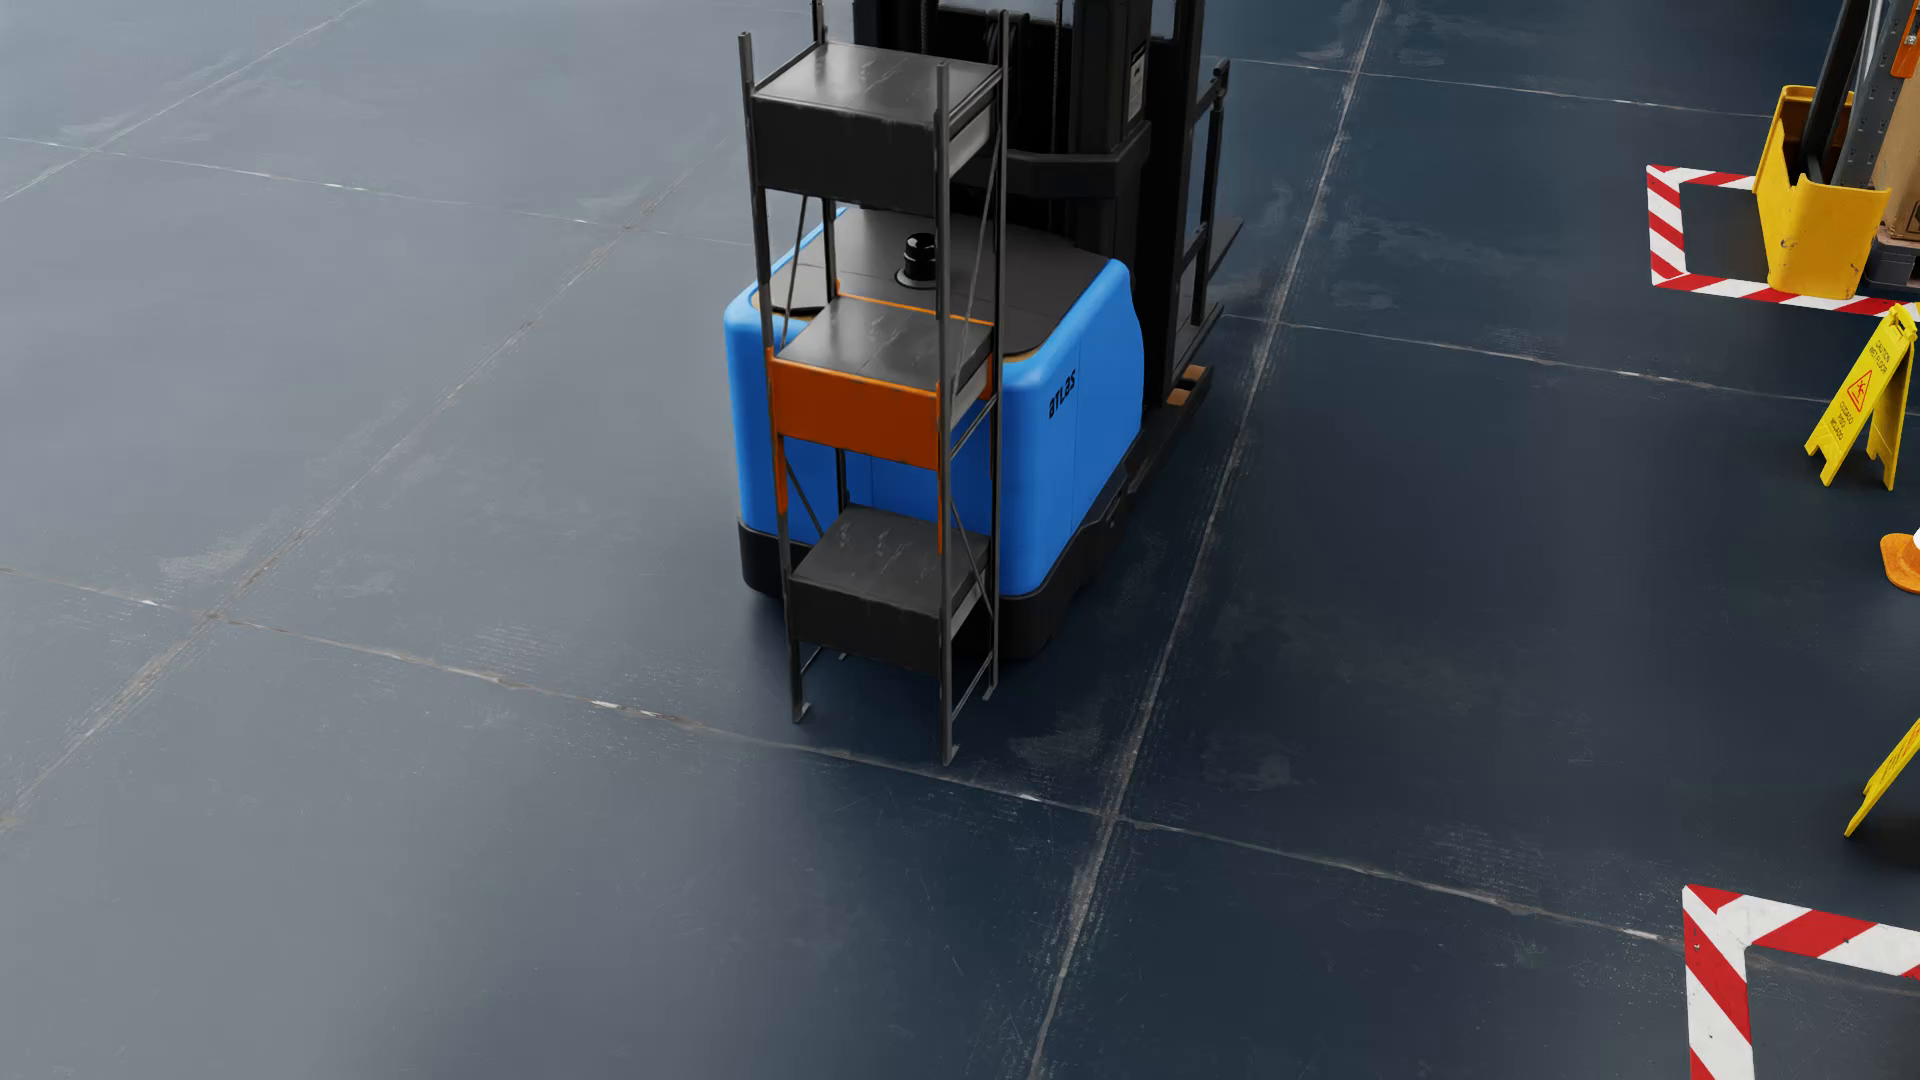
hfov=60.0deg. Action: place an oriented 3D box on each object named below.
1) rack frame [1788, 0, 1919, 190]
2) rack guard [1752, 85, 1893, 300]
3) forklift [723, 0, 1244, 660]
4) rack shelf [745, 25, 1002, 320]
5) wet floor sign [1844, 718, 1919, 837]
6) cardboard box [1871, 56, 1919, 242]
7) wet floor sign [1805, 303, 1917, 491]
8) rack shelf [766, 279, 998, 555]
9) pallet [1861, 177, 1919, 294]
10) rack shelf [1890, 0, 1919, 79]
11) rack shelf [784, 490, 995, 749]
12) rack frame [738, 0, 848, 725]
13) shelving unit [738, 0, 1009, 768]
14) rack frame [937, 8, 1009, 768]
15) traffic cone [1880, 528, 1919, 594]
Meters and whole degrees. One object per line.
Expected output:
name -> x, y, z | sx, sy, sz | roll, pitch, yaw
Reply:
rack frame -> 3.877, -2.585, 6.732 | 0.127, 3.000, 1.000 | 10, 38, 14
rack guard -> 3.854, -1.583, 7.479 | 0.348, 0.500, 1.175 | 10, 38, 14
forklift -> 0.334, -1.680, 5.559 | 1.130, 2.935, 3.031 | 14, 39, 19
rack shelf -> -0.193, -0.900, 4.043 | 0.480, 0.518, 0.431 | 14, 39, 18
wet floor sign -> 2.635, 0.542, 4.469 | 0.232, 0.644, 0.267 | 24, 43, 29
cardboard box -> 4.544, -1.816, 7.125 | 0.875, 0.875, 0.875 | 11, 38, 14
wet floor sign -> 3.259, -0.522, 5.915 | 0.232, 0.644, 0.267 | 4, 37, 6
rack shelf -> -0.193, -0.336, 4.458 | 0.480, 0.518, 0.431 | 14, 39, 18
pallet -> 4.663, -1.365, 7.427 | 1.213, 0.211, 1.003 | 10, 38, 14
rack shelf -> 5.786, -1.942, 6.465 | 4.000, 0.370, 1.077 | 10, 38, 14
rack shelf -> -0.193, 0.228, 4.873 | 0.480, 0.518, 0.431 | 14, 39, 18
rack frame -> -0.419, -0.402, 4.525 | 0.015, 2.100, 0.400 | 14, 39, 18
shelving unit -> -0.193, -0.347, 4.450 | 0.503, 2.100, 0.431 | 14, 39, 18
rack frame -> 0.032, -0.292, 4.375 | 0.015, 2.100, 0.400 | 14, 39, 18
traffic cone -> 3.299, -0.087, 5.478 | 0.334, 0.463, 0.336 | 10, 38, 14
